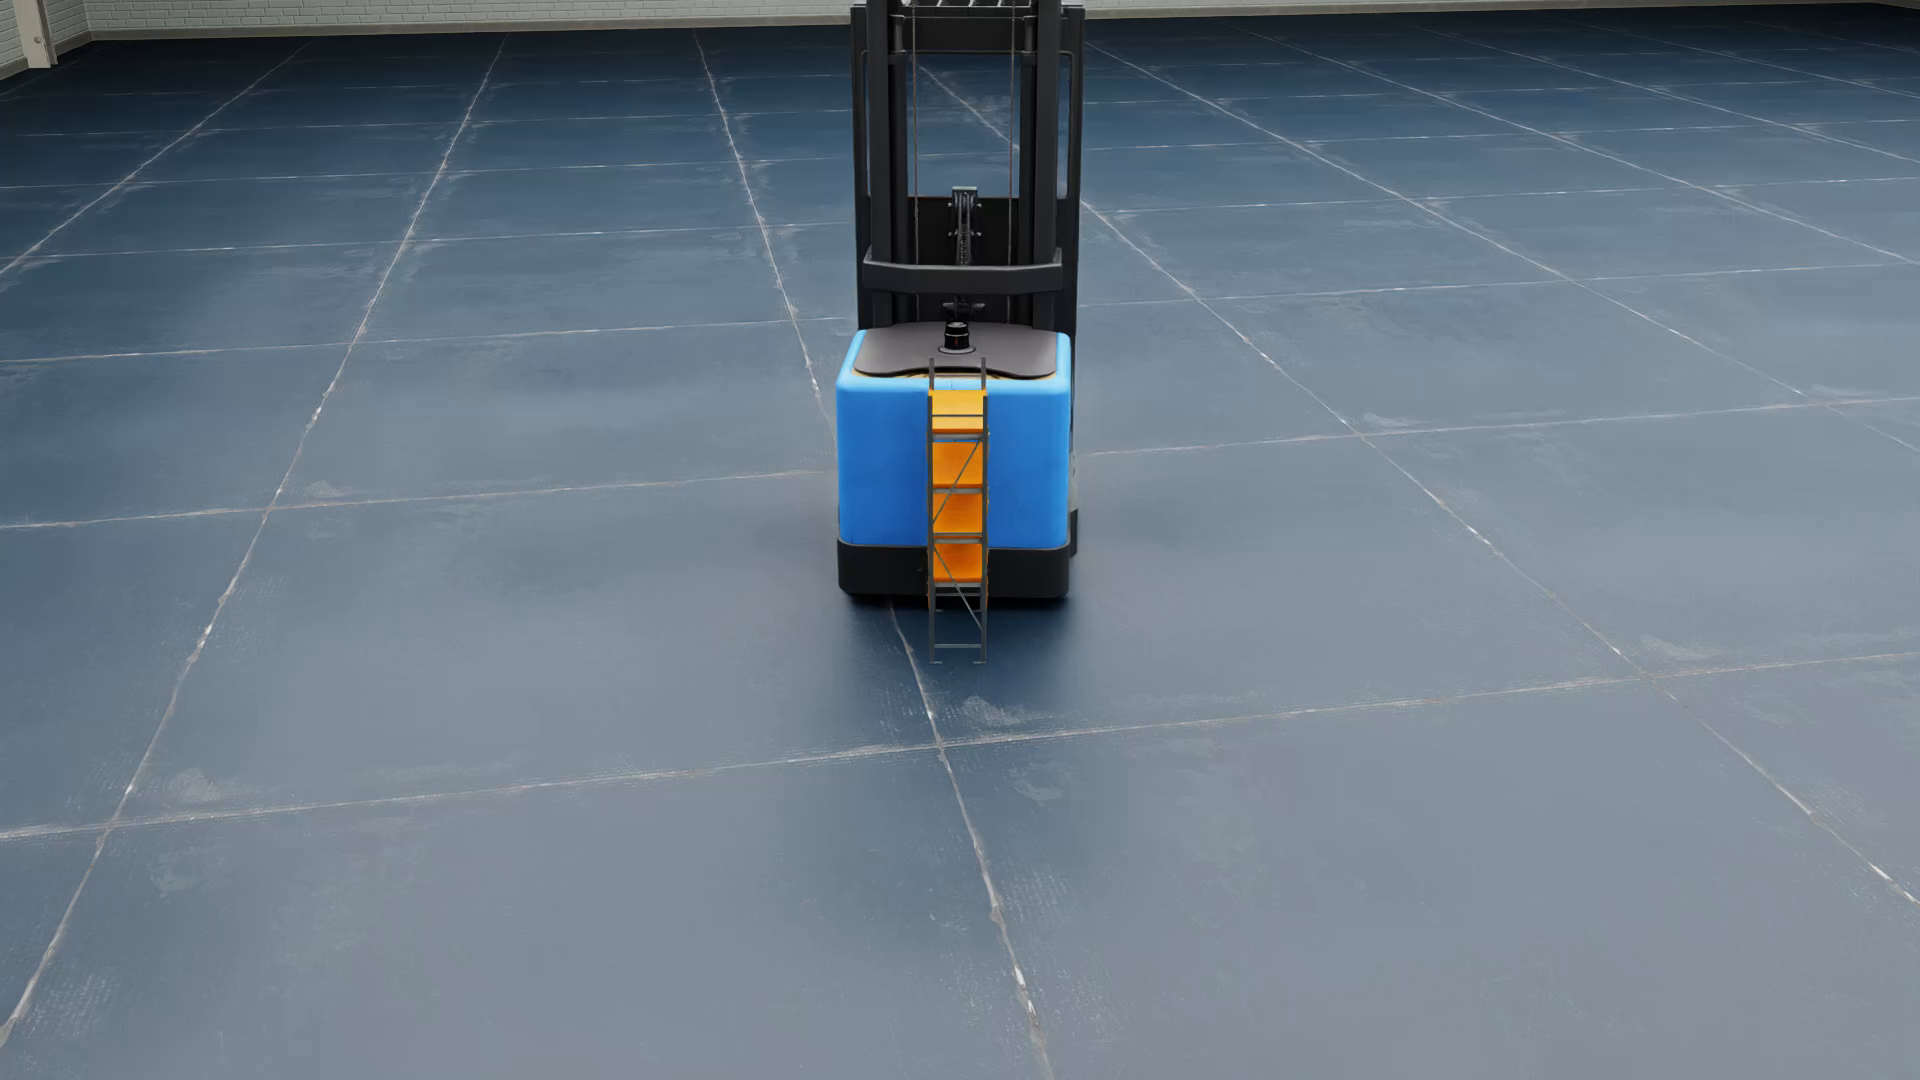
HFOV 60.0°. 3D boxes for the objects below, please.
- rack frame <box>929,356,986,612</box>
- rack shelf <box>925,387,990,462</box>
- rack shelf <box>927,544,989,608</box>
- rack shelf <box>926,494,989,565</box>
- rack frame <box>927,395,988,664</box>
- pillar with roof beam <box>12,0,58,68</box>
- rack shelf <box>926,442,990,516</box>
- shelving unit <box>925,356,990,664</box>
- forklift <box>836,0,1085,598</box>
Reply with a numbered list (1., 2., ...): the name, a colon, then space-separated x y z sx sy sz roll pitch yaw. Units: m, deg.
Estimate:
1. rack frame: -0.010 -0.225 7.245 0.240 1.200 0.015 0 25 0
2. rack shelf: -0.010 -0.481 6.859 0.258 0.148 0.480 0 25 0
3. rack shelf: -0.010 0.118 7.133 0.258 0.148 0.480 0 25 0
4. rack shelf: -0.010 -0.062 7.051 0.258 0.148 0.480 0 25 0
5. rack frame: -0.009 -0.022 6.801 0.240 1.200 0.015 0 25 0
6. pillar with roof beam: -8.881 -11.216 22.687 9.100 9.000 0.400 -4 24 -10
7. rack shelf: -0.010 -0.266 6.958 0.258 0.148 0.480 0 25 0
8. shelving unit: -0.010 -0.123 7.023 0.258 1.200 0.503 0 25 0
9. forklift: 0.050 -1.629 8.317 1.130 2.935 3.031 1 24 3
